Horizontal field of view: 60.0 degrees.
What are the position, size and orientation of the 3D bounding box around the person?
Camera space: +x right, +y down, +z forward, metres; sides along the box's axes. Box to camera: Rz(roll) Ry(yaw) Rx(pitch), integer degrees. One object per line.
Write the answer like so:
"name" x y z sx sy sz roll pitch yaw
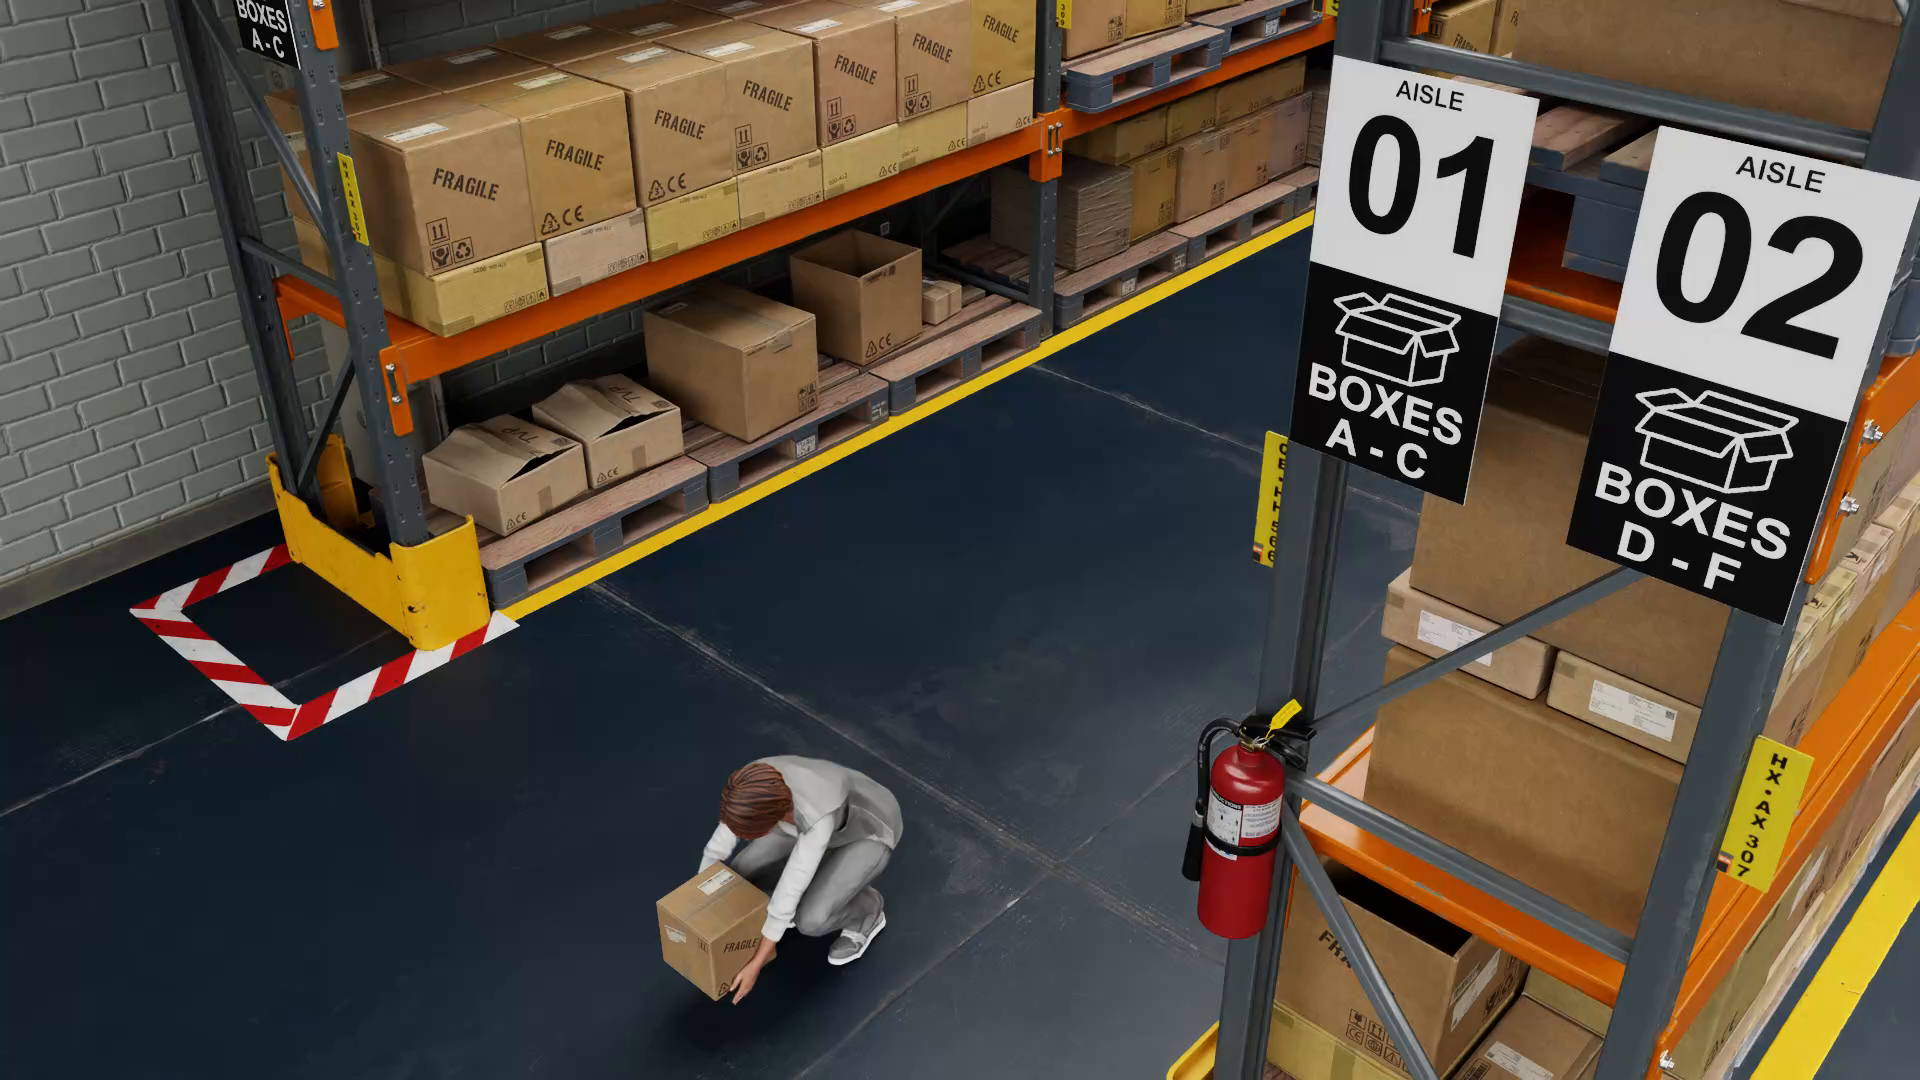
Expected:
"person" -0.515 0.970 5.249 0.437 0.901 0.820 25 40 34
